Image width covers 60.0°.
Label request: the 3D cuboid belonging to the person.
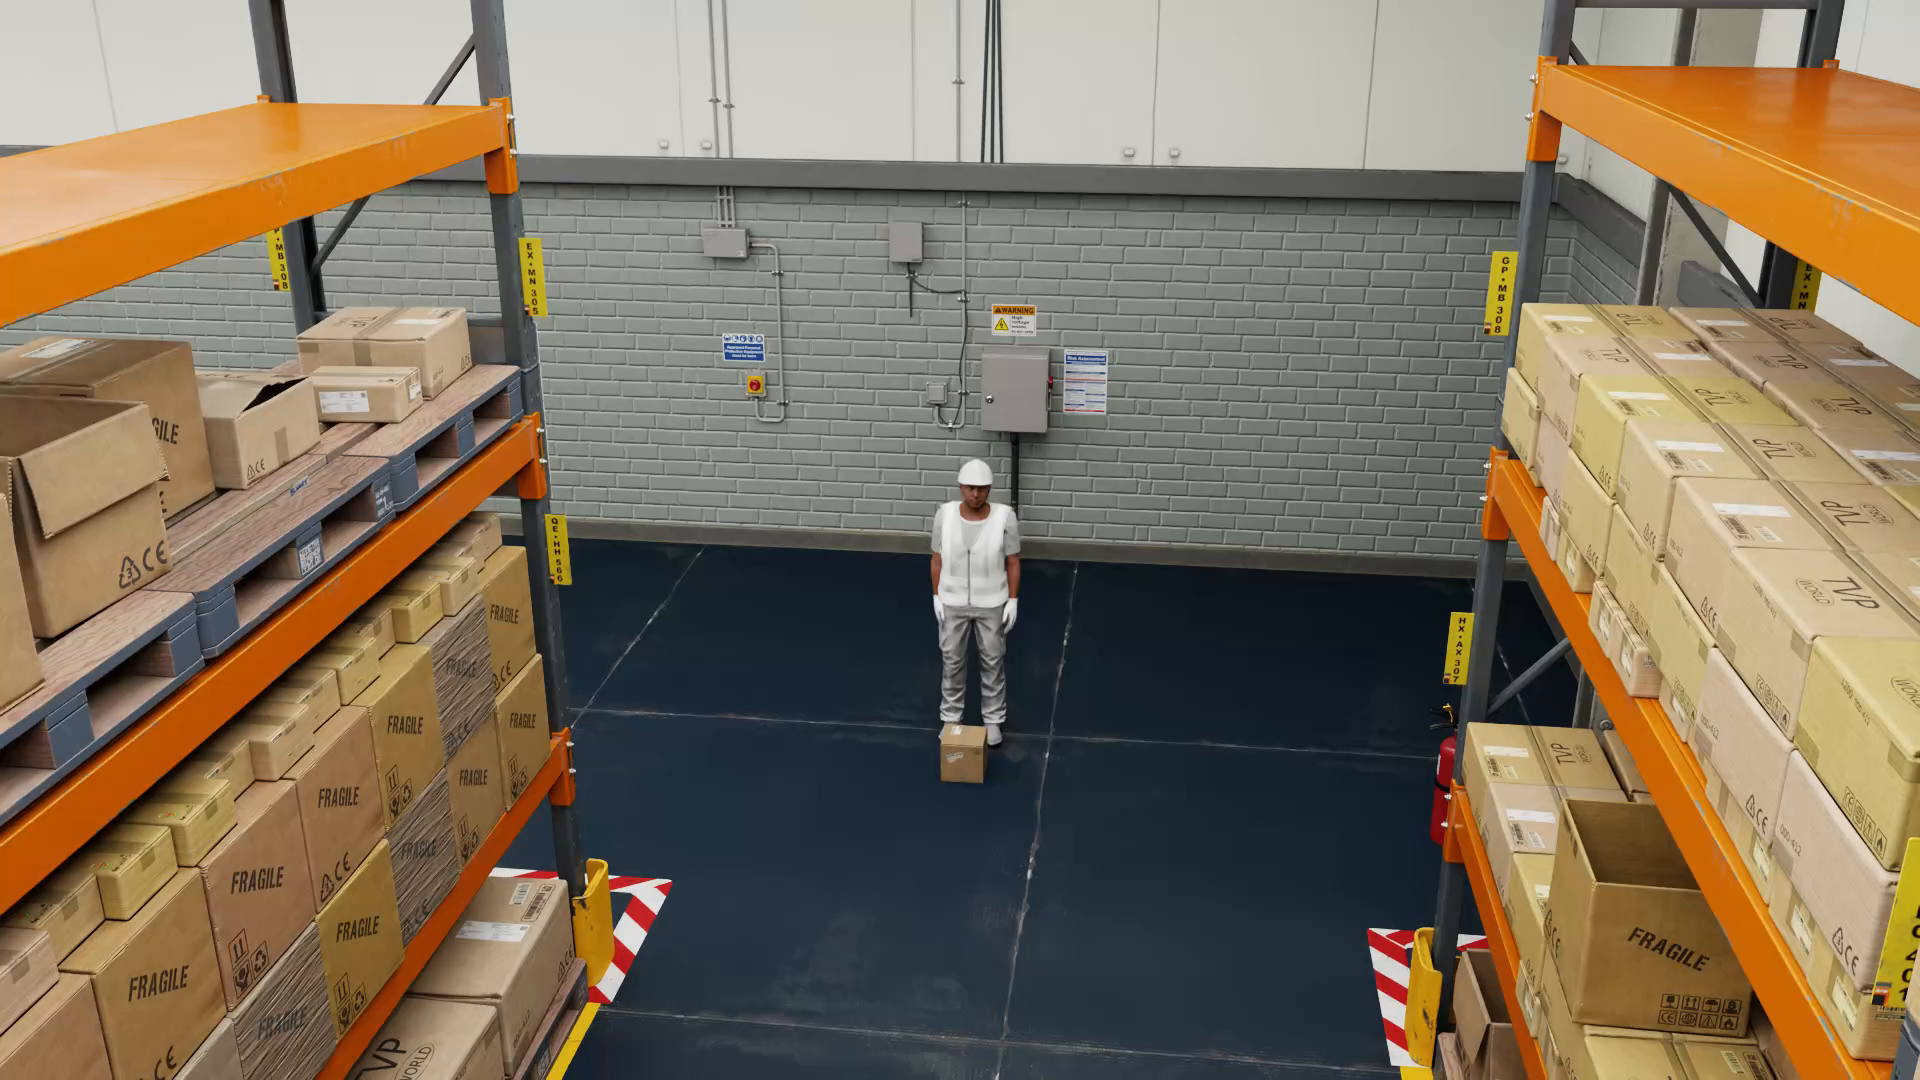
[{"bbox_3d":[0.089,0.376,10.056,0.547,1.787,0.369,3,21,8],"label":"person"}]
